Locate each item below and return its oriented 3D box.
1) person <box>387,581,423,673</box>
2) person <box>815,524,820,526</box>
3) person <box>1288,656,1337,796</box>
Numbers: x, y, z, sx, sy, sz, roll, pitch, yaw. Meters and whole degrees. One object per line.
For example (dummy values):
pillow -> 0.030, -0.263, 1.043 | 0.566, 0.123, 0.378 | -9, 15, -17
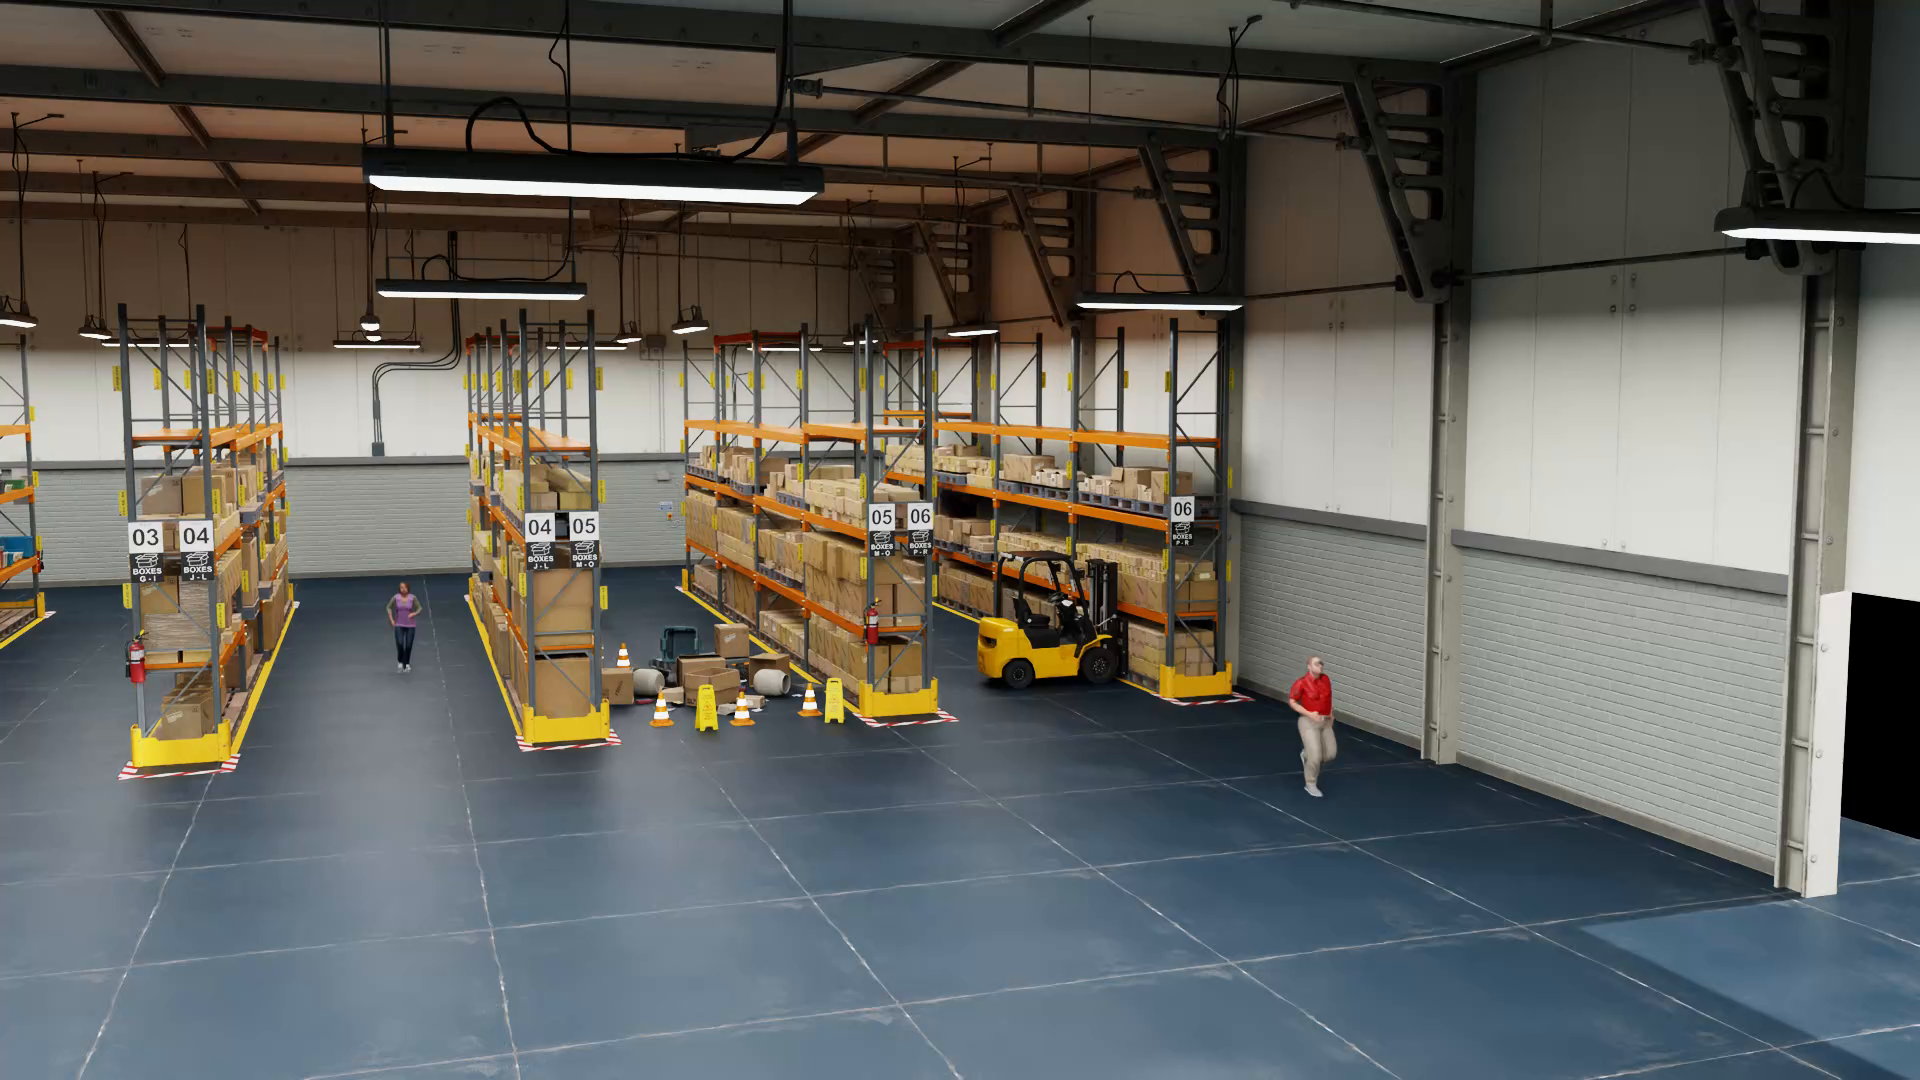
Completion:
person -> -9.533, 1.503, 28.581 | 0.593, 1.568, 0.557 | -2, 6, -18
person -> -3.087, 0.452, 36.194 | 0.611, 1.661, 0.527 | -3, 6, -25
person -> 4.317, 2.252, 20.308 | 0.697, 1.692, 0.627 | -3, 6, -29
